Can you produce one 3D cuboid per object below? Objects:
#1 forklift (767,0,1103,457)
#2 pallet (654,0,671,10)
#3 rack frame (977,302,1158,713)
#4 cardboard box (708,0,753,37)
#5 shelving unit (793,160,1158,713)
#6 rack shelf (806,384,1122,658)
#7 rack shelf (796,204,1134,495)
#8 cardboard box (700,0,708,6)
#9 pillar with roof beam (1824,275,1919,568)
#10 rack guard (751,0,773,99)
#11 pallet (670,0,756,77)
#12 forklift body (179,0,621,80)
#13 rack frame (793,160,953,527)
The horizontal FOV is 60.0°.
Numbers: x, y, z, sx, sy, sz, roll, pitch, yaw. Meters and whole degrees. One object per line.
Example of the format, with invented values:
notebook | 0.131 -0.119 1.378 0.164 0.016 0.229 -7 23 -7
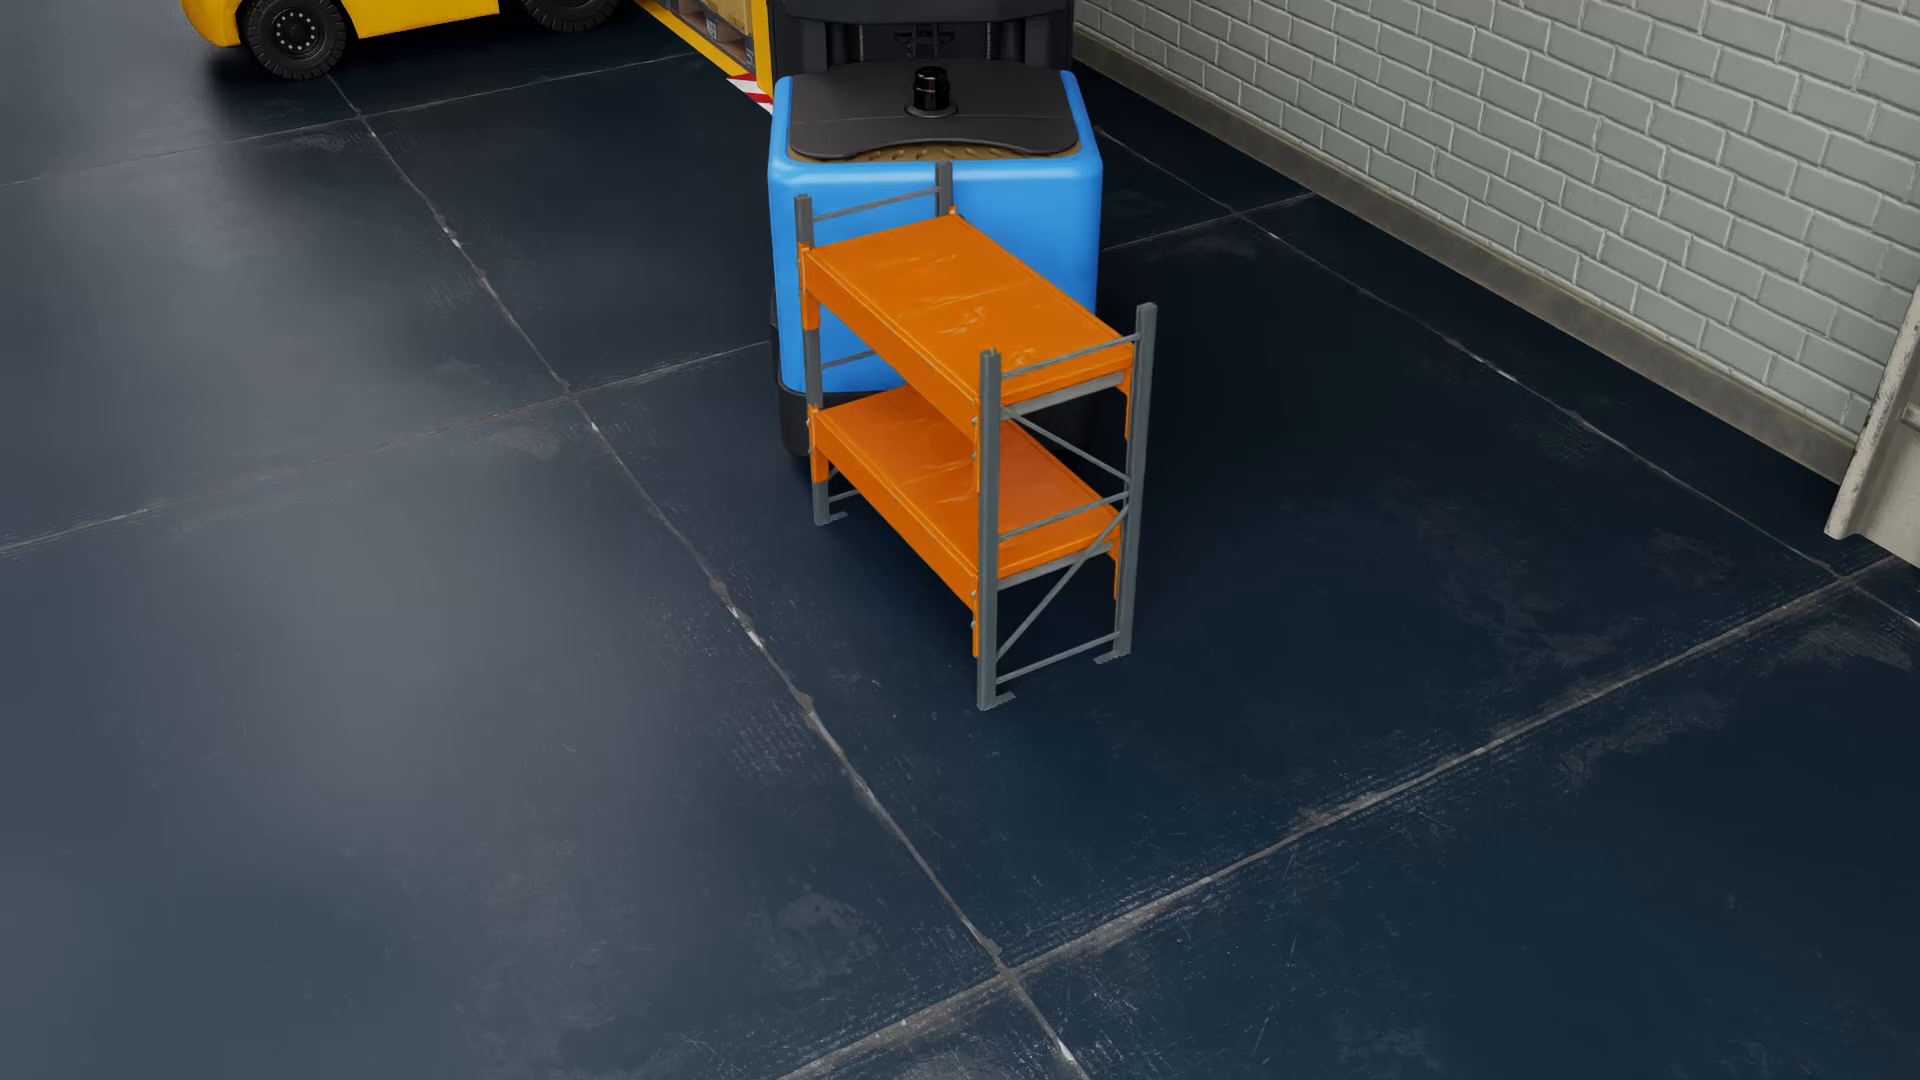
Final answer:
forklift | -0.154 -2.304 5.919 1.130 2.935 3.031 -2 36 -3
pallet | -1.499 -3.495 9.856 1.003 0.211 1.213 -19 40 -24
rack frame | 0.270 -0.060 4.378 0.500 1.125 0.032 -19 40 -24
cardboard box | -0.978 -2.827 8.553 0.500 0.250 0.500 -19 40 -24
shelving unit | 0.013 -0.319 4.732 0.538 1.125 1.048 -19 40 -24
rack shelf | 0.013 -0.121 4.877 0.538 0.278 1.000 -19 40 -24
rack shelf | 0.013 -0.555 4.560 0.538 0.278 1.000 -19 40 -24
cardboard box | -1.220 -3.084 8.904 0.500 0.250 0.500 -19 40 -24
pillar with roof beam | -0.748 -2.331 0.812 9.100 9.000 0.400 -19 40 -24
rack guard | -0.457 -2.600 8.386 1.175 0.500 0.348 -19 40 -24
pallet | -0.890 -2.873 9.005 1.003 0.211 1.213 -19 40 -24
forklift body | -2.999 -3.706 8.500 2.313 2.155 1.214 -19 40 -24
rack frame | -0.244 -0.577 5.087 0.500 1.125 0.032 -19 40 -24
